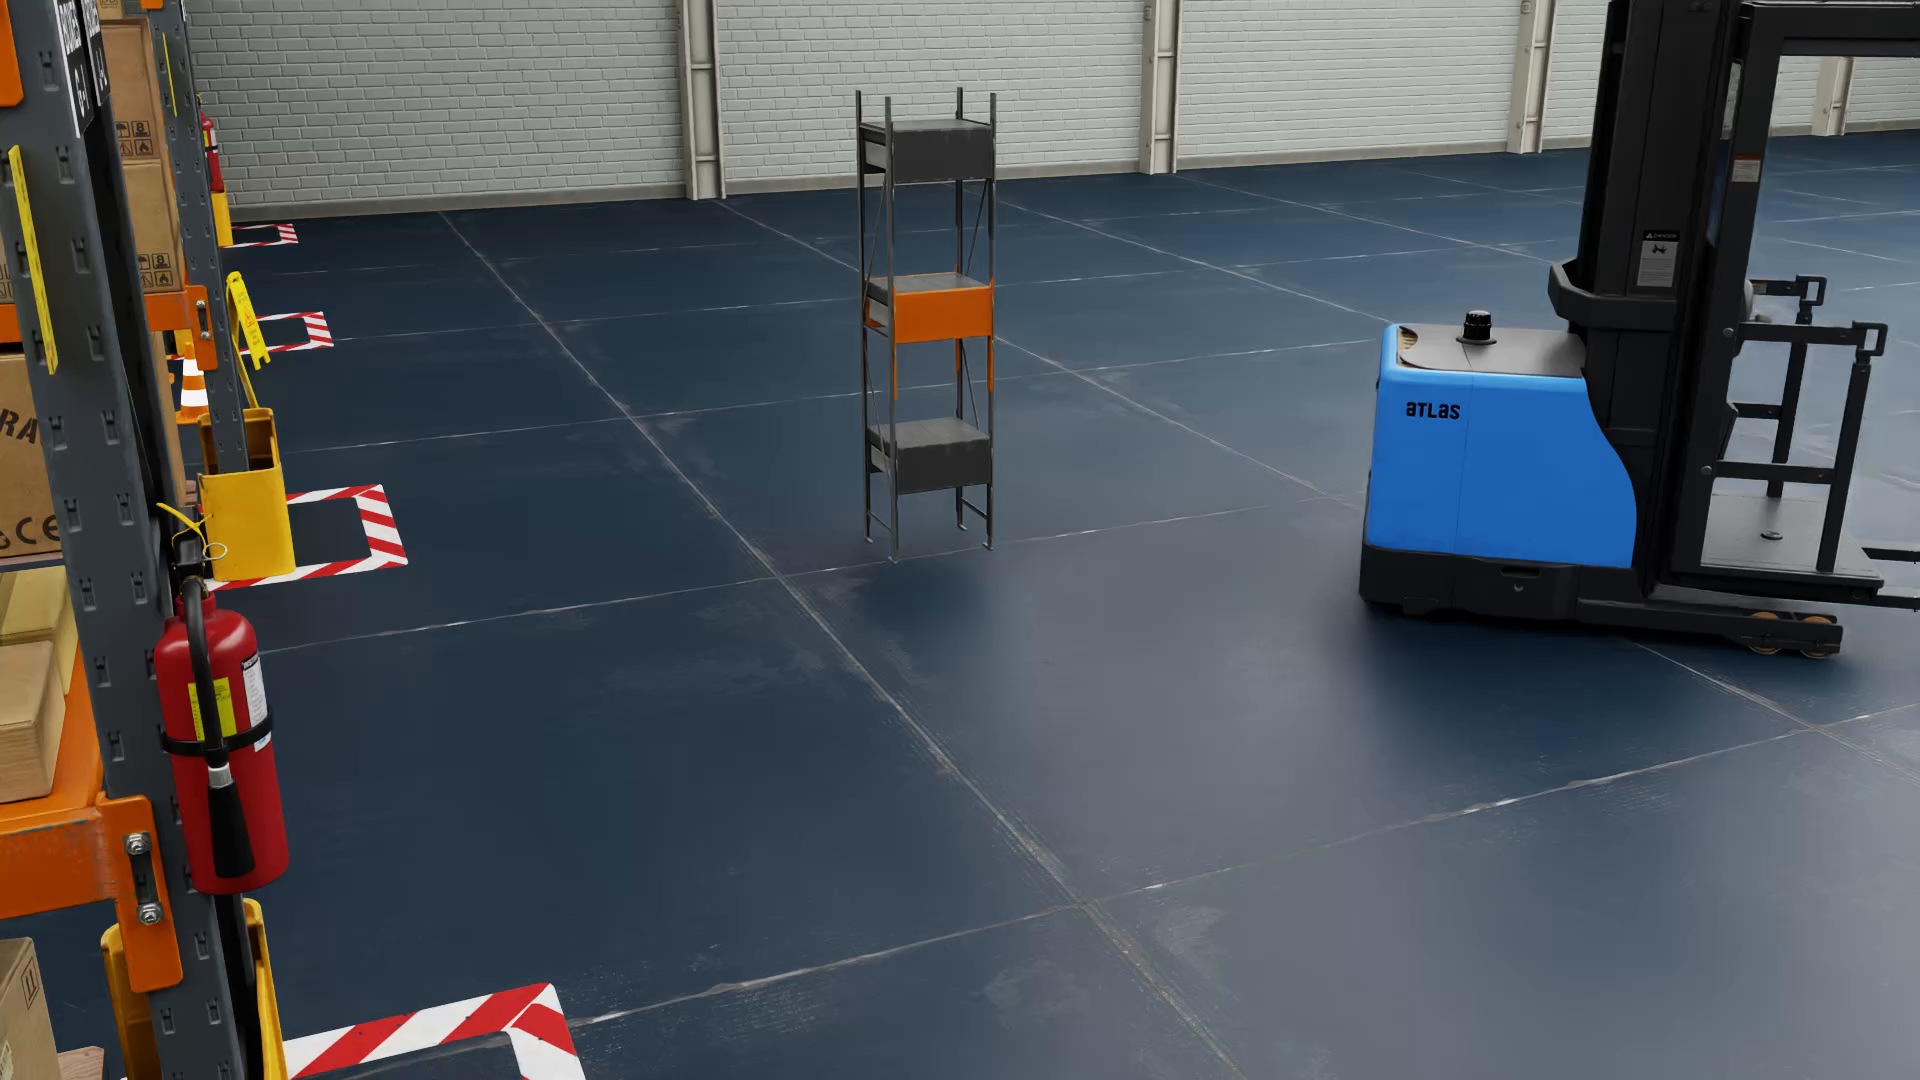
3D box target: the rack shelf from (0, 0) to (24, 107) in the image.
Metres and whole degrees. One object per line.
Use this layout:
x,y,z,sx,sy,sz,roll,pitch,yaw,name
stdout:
-3.405,-0.701,2.064,4.000,0.370,1.077,-8,21,-22,rack shelf

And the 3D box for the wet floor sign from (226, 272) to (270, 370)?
-4.896,-1.499,11.308,0.232,0.644,0.267,-1,19,-3,wet floor sign

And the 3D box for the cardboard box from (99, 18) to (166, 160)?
-3.797,-1.958,7.214,0.550,0.550,0.875,-8,21,-22,cardboard box

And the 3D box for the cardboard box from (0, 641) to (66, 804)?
-1.749,0.330,2.946,0.250,0.149,0.380,-8,21,-22,cardboard box

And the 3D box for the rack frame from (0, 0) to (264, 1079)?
-1.570,0.110,3.192,0.053,2.616,0.949,-8,21,-22,rack frame

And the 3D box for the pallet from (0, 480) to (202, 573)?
-4.144,0.030,7.620,1.213,0.211,1.003,-8,21,-22,pallet

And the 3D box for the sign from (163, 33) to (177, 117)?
-3.239,-1.905,6.816,0.005,0.325,0.100,-8,21,-22,sign

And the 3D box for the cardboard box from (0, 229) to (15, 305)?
-4.260,-1.344,7.096,0.550,0.550,0.875,-8,21,-22,cardboard box

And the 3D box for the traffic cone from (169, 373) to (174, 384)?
-5.378,-1.264,10.916,0.334,0.463,0.336,-8,21,-22,traffic cone

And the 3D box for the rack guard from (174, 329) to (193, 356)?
-5.564,-1.722,12.159,0.348,0.500,1.175,-8,21,-22,rack guard

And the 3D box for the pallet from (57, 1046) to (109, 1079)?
-2.399,1.533,3.351,1.213,0.211,1.003,-8,21,-22,pallet

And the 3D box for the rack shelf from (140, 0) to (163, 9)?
-5.277,-2.227,6.397,4.000,0.370,1.077,-8,21,-22,rack shelf

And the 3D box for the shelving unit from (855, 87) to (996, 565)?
-0.152,-0.969,7.611,0.503,2.100,0.431,-8,21,-22,shelving unit

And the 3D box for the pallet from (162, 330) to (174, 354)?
-6.324,-1.489,11.934,1.213,0.211,1.003,-8,21,-22,pallet

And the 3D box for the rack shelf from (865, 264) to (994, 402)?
-0.152,-0.956,7.616,0.480,0.518,0.431,-8,21,-22,rack shelf

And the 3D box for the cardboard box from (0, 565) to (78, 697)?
-1.925,0.195,3.331,0.250,0.149,0.380,-8,21,-22,cardboard box

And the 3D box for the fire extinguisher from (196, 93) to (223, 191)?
-5.207,-2.749,11.429,0.183,0.674,0.296,-8,21,-22,fire extinguisher

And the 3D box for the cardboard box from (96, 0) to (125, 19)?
-5.877,-3.436,11.161,0.500,0.500,0.700,-9,21,-23,cardboard box

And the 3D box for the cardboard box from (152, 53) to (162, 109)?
-7.812,-4.326,15.642,0.500,0.500,0.500,-9,21,-23,cardboard box

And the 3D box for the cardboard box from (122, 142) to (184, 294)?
-3.764,-1.423,7.320,0.550,0.550,0.875,-8,21,-22,cardboard box

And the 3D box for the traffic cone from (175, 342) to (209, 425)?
-4.626,-0.971,10.082,0.334,0.463,0.336,-8,21,-22,traffic cone

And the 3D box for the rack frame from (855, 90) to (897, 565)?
-0.376,-0.937,7.520,0.015,2.100,0.400,-8,21,-22,rack frame

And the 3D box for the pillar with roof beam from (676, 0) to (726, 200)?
-1.246,-6.913,14.107,0.400,9.000,9.100,-8,21,-22,pillar with roof beam

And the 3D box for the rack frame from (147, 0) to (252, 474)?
-3.441,-1.415,7.523,0.127,3.000,1.000,-8,21,-22,rack frame

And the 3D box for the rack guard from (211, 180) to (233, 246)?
-7.442,-3.248,16.494,0.348,0.500,1.175,-8,21,-22,rack guard

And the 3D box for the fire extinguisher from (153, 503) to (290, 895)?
-1.281,0.273,2.846,0.183,0.674,0.296,-8,21,-22,fire extinguisher

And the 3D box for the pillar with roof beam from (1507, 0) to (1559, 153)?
9.773,-8.492,18.591,0.400,9.000,9.100,-8,21,-22,pillar with roof beam

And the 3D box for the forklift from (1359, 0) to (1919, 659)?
3.290,-1.101,6.736,3.031,2.935,1.130,5,20,13,forklift

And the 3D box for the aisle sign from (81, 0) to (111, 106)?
-1.631,-1.215,3.041,0.004,0.787,0.394,-8,21,-22,aisle sign

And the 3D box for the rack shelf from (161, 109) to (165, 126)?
-9.300,-3.822,15.442,4.000,0.370,1.077,-8,21,-22,rack shelf

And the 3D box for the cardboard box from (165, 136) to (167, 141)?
-7.980,-3.791,16.275,0.500,0.250,0.500,-8,21,-23,cardboard box

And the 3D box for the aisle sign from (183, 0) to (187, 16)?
-3.495,-2.742,7.378,0.004,0.787,0.394,-8,21,-22,aisle sign

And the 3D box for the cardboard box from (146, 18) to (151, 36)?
-7.709,-4.806,15.580,0.250,0.149,0.380,-8,21,-22,cardboard box

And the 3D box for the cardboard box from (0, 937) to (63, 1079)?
-2.149,1.169,3.316,0.500,0.500,0.500,-4,20,-12,cardboard box

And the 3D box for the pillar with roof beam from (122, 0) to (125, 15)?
-6.755,-6.124,11.866,0.400,9.000,9.100,-8,21,-22,pillar with roof beam

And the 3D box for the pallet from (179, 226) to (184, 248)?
-8.150,-2.995,16.211,1.213,0.211,1.003,-8,21,-22,pallet

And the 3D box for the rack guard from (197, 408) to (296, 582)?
-3.419,-0.239,7.947,0.348,0.500,1.175,-8,21,-22,rack guard

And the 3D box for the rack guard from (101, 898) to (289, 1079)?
-1.639,1.300,3.576,0.348,0.500,1.175,-8,21,-22,rack guard

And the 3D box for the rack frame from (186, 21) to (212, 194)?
-7.464,-4.424,16.070,0.127,3.000,1.000,-8,21,-22,rack frame

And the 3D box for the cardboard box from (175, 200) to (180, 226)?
-7.770,-3.167,16.008,0.500,0.250,0.500,-8,21,-22,cardboard box

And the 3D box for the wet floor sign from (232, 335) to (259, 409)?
-4.199,-0.912,9.640,0.232,0.644,0.267,-12,23,-31,wet floor sign

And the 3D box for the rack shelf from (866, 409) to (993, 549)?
-0.152,-0.295,7.848,0.480,0.518,0.431,-8,21,-22,rack shelf

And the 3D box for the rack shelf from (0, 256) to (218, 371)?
-5.277,-0.812,6.895,4.000,0.370,1.077,-8,21,-22,rack shelf

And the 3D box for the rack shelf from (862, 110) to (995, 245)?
-0.152,-1.616,7.384,0.480,0.518,0.431,-8,21,-22,rack shelf

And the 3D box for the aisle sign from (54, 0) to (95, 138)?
-1.393,-1.032,2.521,0.004,0.787,0.394,-8,21,-22,aisle sign

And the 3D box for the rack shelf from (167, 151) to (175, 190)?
-7.331,-2.308,11.145,4.000,0.370,1.077,-8,21,-22,rack shelf

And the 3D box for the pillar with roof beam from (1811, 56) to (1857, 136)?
15.282,-9.281,20.833,0.400,9.000,9.100,-8,21,-22,pillar with roof beam

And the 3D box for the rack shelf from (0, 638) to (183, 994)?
-3.405,0.714,2.562,4.000,0.370,1.077,-8,21,-22,rack shelf

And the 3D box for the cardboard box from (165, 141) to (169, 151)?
-7.763,-3.641,15.849,0.500,0.250,0.500,-7,21,-20,cardboard box

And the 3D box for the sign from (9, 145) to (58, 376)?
-1.368,-0.412,2.457,0.005,0.325,0.100,-8,21,-22,sign

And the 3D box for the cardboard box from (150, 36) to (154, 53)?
-7.671,-4.646,15.574,0.250,0.149,0.380,-8,21,-21,cardboard box

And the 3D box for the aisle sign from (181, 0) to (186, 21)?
-3.257,-2.559,6.858,0.004,0.787,0.394,-8,21,-22,aisle sign

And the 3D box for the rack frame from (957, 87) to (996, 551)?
0.072,-1.001,7.703,0.015,2.100,0.400,-8,21,-22,rack frame

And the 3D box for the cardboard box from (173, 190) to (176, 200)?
-7.787,-3.402,15.921,0.500,0.250,0.500,-8,21,-23,cardboard box

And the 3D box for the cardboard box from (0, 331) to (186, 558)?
-4.037,-0.501,7.496,0.875,0.875,0.875,-8,21,-22,cardboard box

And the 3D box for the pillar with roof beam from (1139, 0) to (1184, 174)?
4.263,-7.703,16.349,0.400,9.000,9.100,-8,21,-22,pillar with roof beam
